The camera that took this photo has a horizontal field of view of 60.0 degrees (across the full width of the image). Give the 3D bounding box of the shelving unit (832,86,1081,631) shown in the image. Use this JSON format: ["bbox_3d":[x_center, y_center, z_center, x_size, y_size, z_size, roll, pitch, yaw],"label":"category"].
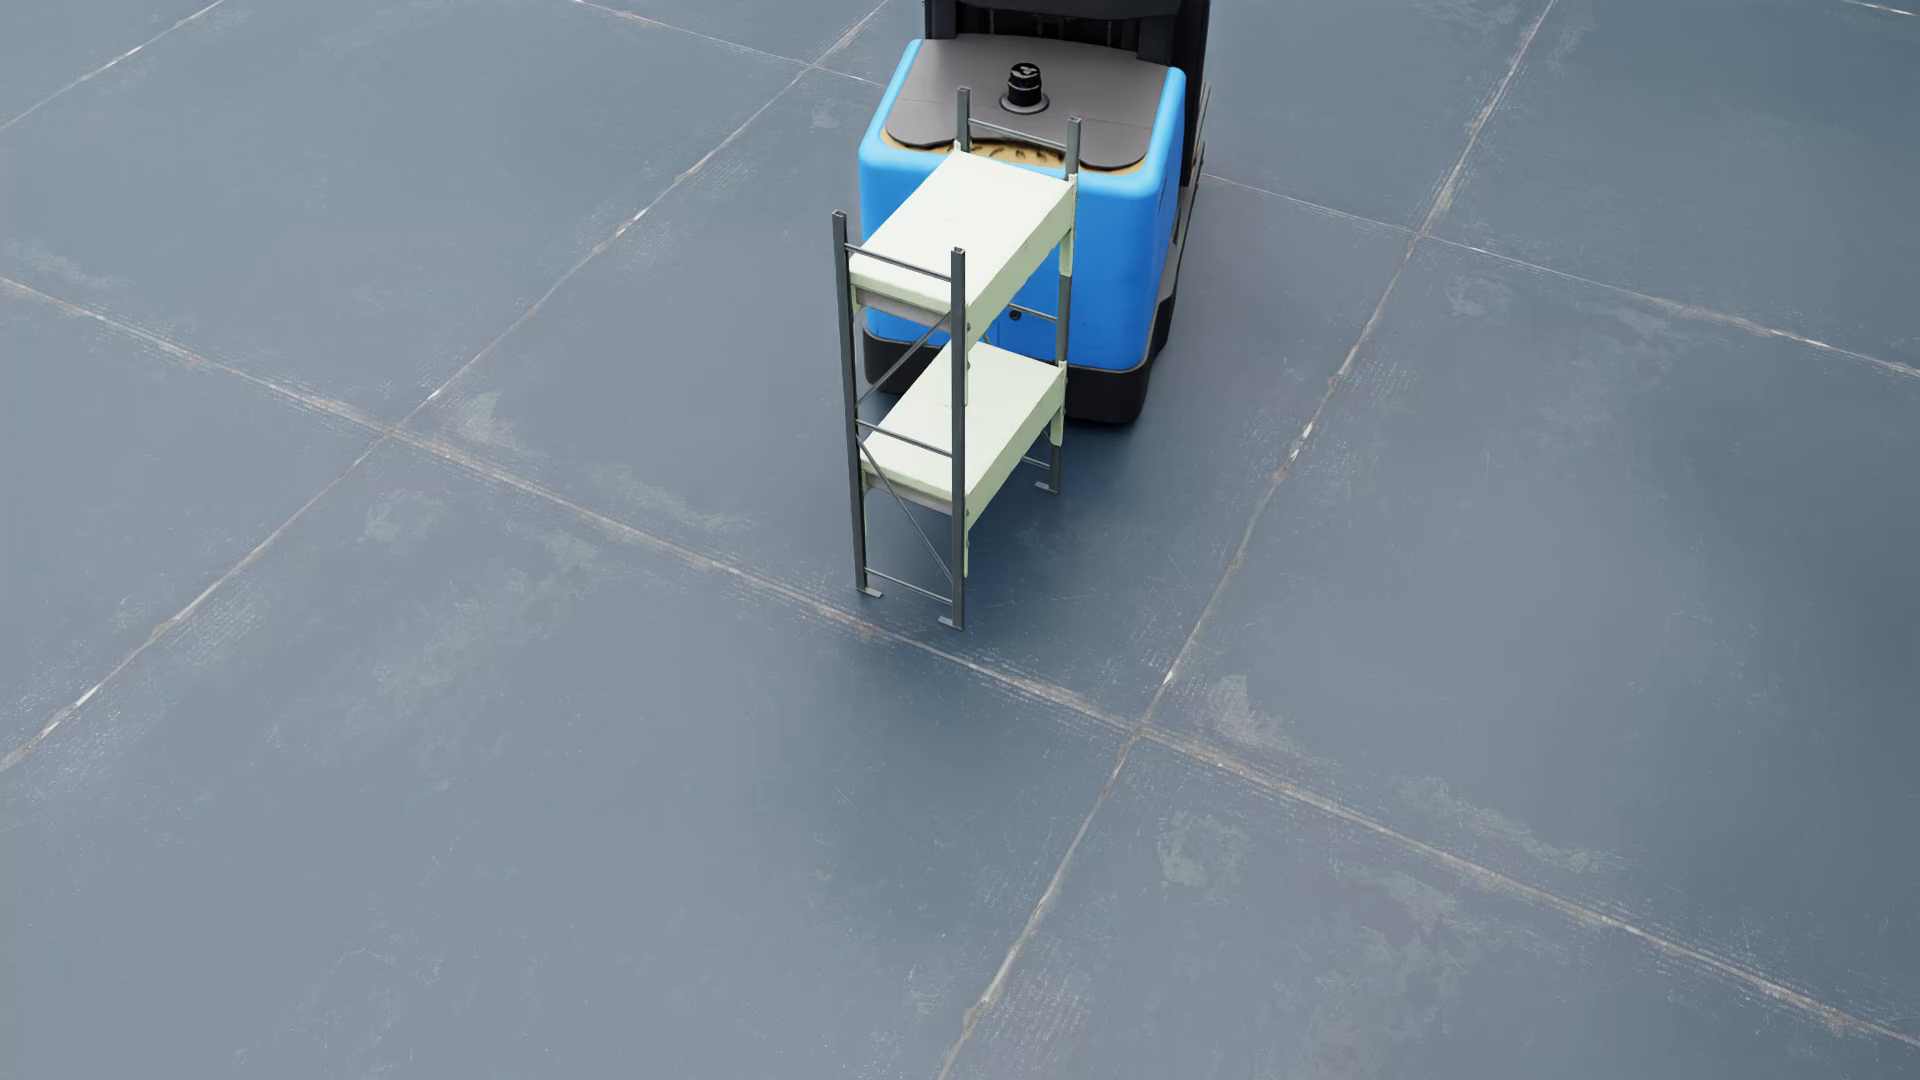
[{"bbox_3d":[0.003,-0.531,5.221,0.431,1.500,0.755,20,49,19],"label":"shelving unit"}]

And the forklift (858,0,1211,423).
[{"bbox_3d":[0.458,-2.522,6.182,1.130,2.935,3.031,9,46,9],"label":"forklift"}]

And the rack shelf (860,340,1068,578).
[{"bbox_3d":[0.003,-0.302,5.453,0.431,0.370,0.720,20,49,19],"label":"rack shelf"}]

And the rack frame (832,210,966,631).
[{"bbox_3d":[-0.167,-0.301,4.993,0.400,1.500,0.023,20,49,19],"label":"rack frame"}]

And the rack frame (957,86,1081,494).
[{"bbox_3d":[0.173,-0.762,5.449,0.400,1.500,0.023,20,49,19],"label":"rack frame"}]

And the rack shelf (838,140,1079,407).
[{"bbox_3d":[0.003,-0.806,4.943,0.431,0.370,0.720,20,49,19],"label":"rack shelf"}]
